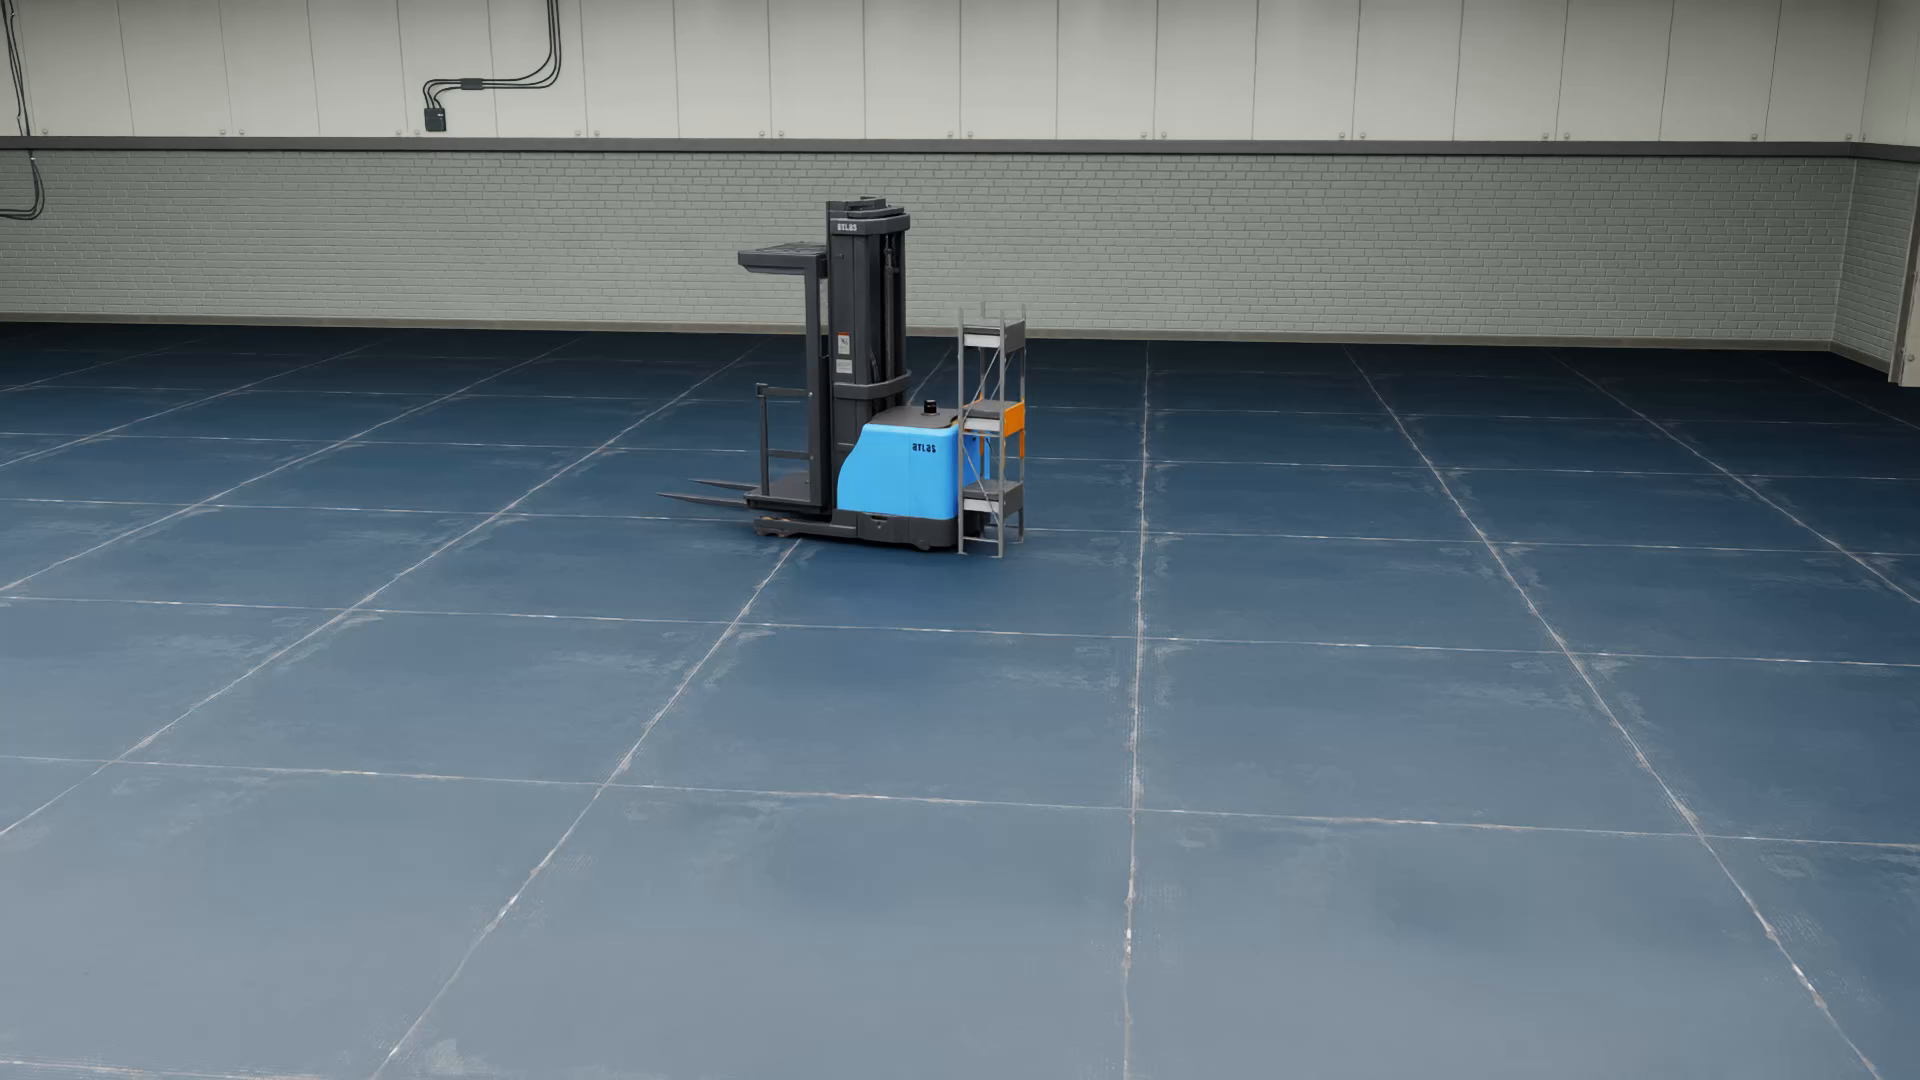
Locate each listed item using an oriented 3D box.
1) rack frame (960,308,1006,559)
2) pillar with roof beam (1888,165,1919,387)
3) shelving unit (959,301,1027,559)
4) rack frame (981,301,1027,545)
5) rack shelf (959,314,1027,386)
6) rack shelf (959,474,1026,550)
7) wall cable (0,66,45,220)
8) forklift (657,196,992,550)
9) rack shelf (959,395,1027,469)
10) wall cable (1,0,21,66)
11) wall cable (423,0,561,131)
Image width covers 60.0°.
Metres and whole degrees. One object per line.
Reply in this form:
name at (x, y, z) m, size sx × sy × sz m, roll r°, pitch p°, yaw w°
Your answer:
rack frame at (0.184, -0.876, 13.880) m, size 0.400 × 2.100 × 0.015 m, roll 6°, pitch 16°, yaw 22°
pillar with roof beam at (8.491, -6.576, 21.743) m, size 9.100 × 9.000 × 0.400 m, roll 2°, pitch 15°, yaw 6°
shelving unit at (0.278, -0.935, 14.097) m, size 0.431 × 2.100 × 0.503 m, roll 6°, pitch 16°, yaw 22°
rack frame at (0.372, -0.994, 14.315) m, size 0.400 × 2.100 × 0.015 m, roll 6°, pitch 16°, yaw 22°
rack shelf at (0.278, -1.598, 13.918) m, size 0.431 × 0.518 × 0.480 m, roll 6°, pitch 16°, yaw 22°
rack shelf at (0.278, -0.246, 14.283) m, size 0.431 × 0.518 × 0.480 m, roll 6°, pitch 16°, yaw 22°
wall cable at (-16.884, -6.603, 27.792) m, size 3.097 × 2.526 × 0.112 m, roll 2°, pitch 15°, yaw 6°
forklift at (-1.282, -1.554, 14.794) m, size 3.031 × 2.935 × 1.130 m, roll 6°, pitch 16°, yaw 22°
rack shelf at (0.278, -0.922, 14.101) m, size 0.431 × 0.518 × 0.480 m, roll 6°, pitch 16°, yaw 22°
wall cable at (-14.196, -8.962, 26.838) m, size 3.097 × 2.526 × 0.112 m, roll 2°, pitch 15°, yaw 6°
wall cable at (-7.453, -9.460, 25.893) m, size 2.305 × 6.003 × 0.169 m, roll 2°, pitch 15°, yaw 6°
